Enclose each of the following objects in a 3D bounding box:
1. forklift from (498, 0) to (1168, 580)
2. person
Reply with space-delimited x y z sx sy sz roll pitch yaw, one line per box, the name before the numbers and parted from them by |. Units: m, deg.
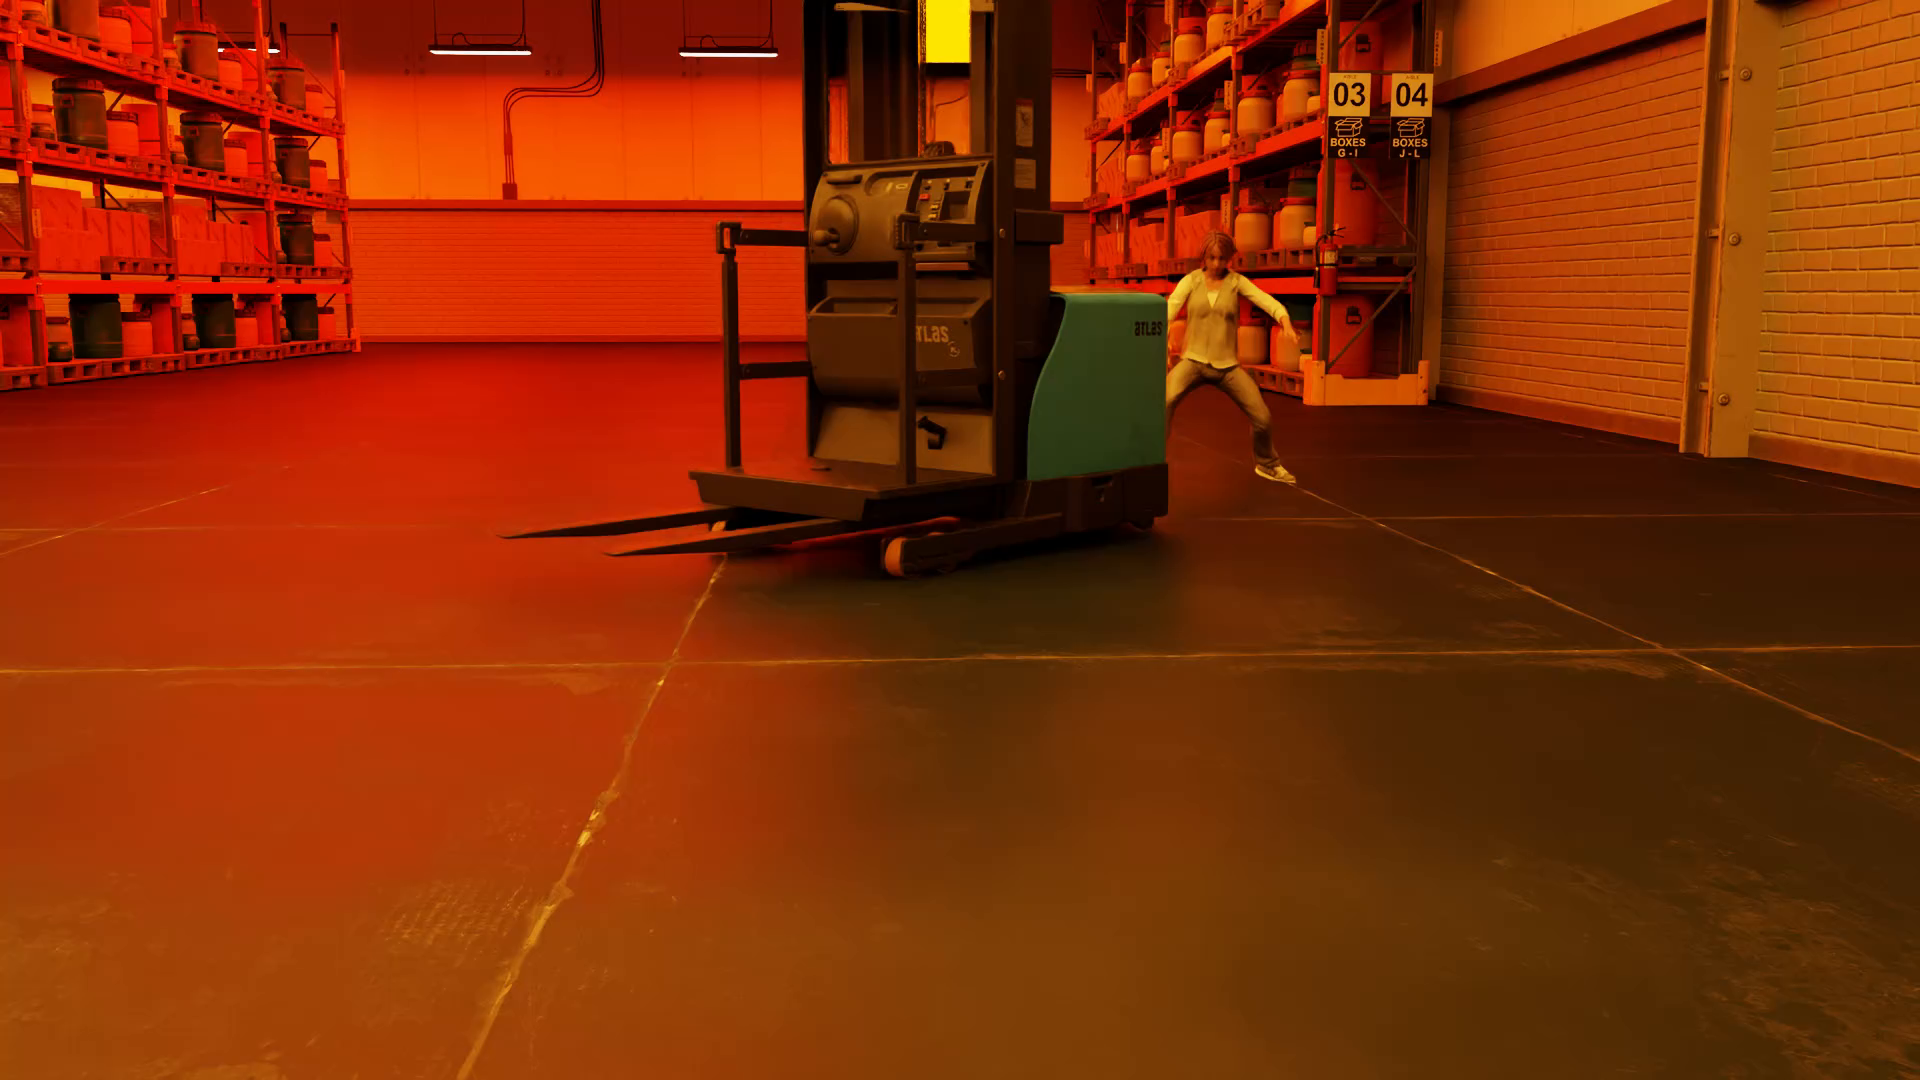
forklift | -0.397 -1.382 6.635 1.130 2.935 3.031 7 11 40
person | 1.441 -0.983 9.240 0.941 1.431 0.882 1 9 7
